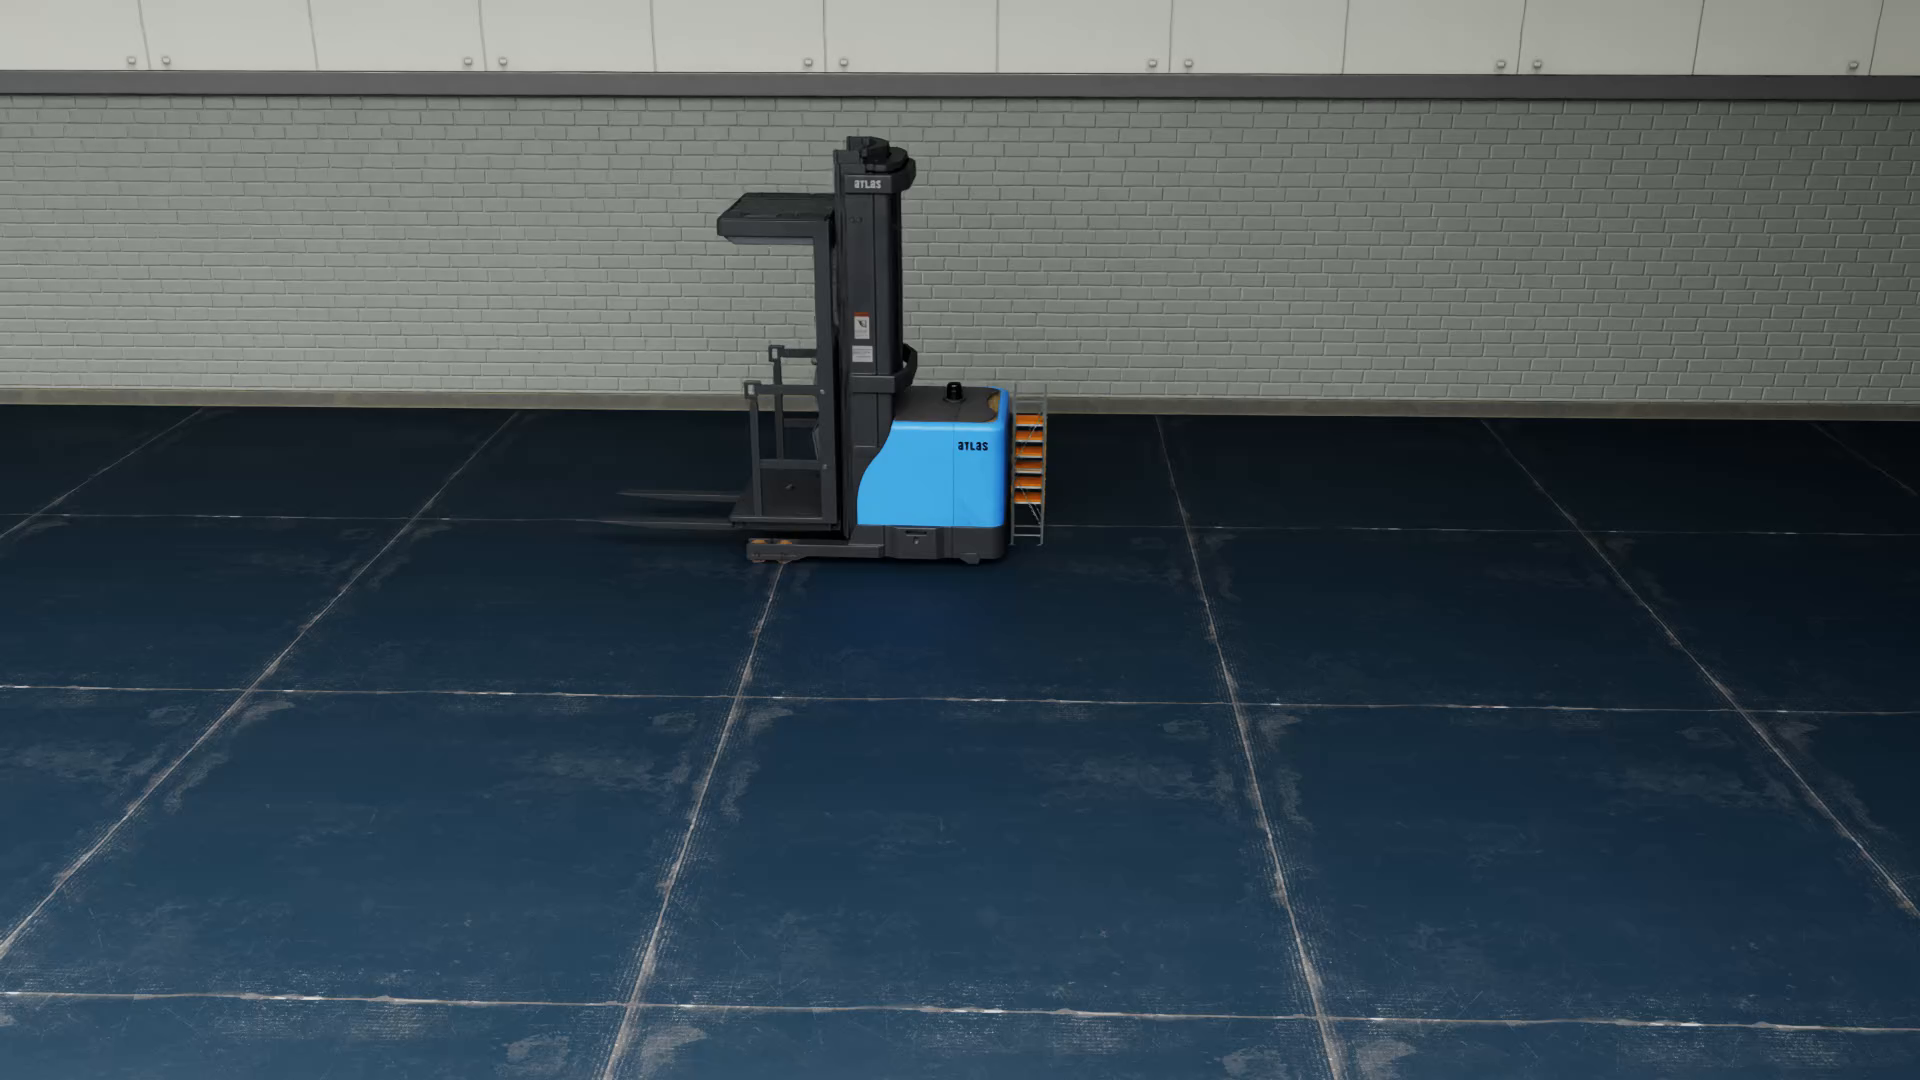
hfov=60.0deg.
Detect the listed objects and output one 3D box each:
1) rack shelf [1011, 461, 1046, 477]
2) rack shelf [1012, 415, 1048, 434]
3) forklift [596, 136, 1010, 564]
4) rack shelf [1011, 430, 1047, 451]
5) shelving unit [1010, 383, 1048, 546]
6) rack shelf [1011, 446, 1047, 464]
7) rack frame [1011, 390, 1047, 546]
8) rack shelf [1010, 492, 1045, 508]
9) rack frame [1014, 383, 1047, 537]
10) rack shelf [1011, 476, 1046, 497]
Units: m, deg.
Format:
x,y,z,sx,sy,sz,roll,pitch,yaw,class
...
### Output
x,y,z,sx,sy,sz,roll,pitch,yaw,class
0.509,-0.511,12.309,0.258,0.103,0.180,2,21,3,rack shelf
0.511,-0.847,12.178,0.258,0.103,0.180,2,21,3,rack shelf
-1.155,-1.384,12.044,3.031,2.935,1.130,1,21,3,forklift
0.511,-0.735,12.222,0.258,0.103,0.180,2,21,3,rack shelf
0.509,-0.553,12.292,0.258,1.200,0.189,2,21,3,shelving unit
0.510,-0.623,12.265,0.258,0.103,0.180,2,21,3,rack shelf
0.503,-0.520,12.207,0.240,1.200,0.006,2,21,3,rack frame
0.507,-0.288,12.396,0.258,0.103,0.180,2,21,3,rack shelf
0.515,-0.586,12.378,0.240,1.200,0.006,2,21,3,rack frame
0.508,-0.400,12.352,0.258,0.103,0.180,2,21,3,rack shelf
